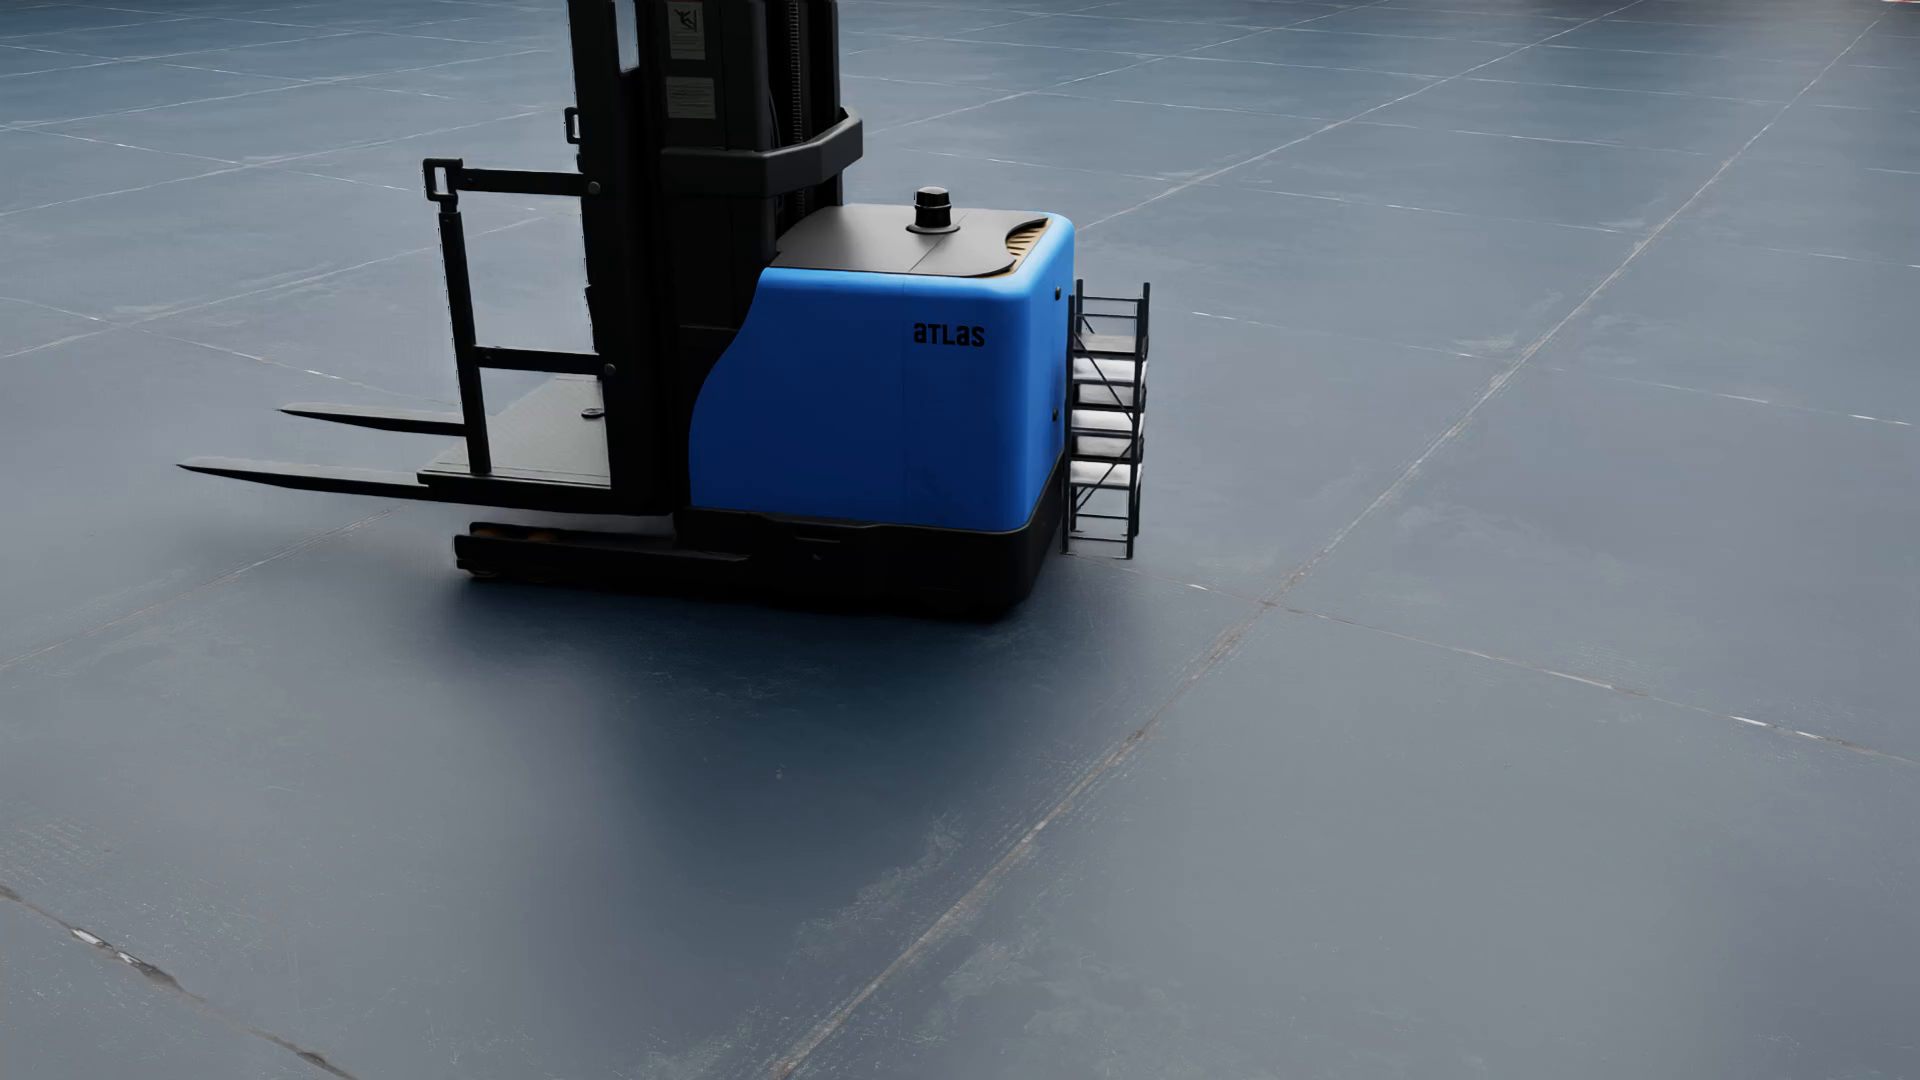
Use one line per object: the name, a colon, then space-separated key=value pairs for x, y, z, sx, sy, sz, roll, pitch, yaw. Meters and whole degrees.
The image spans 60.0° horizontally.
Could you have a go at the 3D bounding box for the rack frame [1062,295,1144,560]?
rack frame: x=0.463 y=-0.356 z=5.440 sx=0.240 sy=0.900 sz=0.006 roll=4 pitch=24 yaw=10

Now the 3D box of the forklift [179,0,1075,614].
forklift: x=-1.175 y=-1.402 z=5.299 sx=3.031 sy=2.935 sz=1.130 roll=5 pitch=24 yaw=11

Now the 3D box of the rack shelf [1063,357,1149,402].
rack shelf: x=0.482 y=-0.530 z=5.473 sx=0.258 sy=0.077 sz=0.200 roll=4 pitch=24 yaw=10

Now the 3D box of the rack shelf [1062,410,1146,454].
rack shelf: x=0.482 y=-0.365 z=5.545 sx=0.258 sy=0.077 sz=0.200 roll=4 pitch=24 yaw=10

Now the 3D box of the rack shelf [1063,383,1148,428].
rack shelf: x=0.482 y=-0.448 z=5.509 sx=0.258 sy=0.077 sz=0.200 roll=4 pitch=24 yaw=10

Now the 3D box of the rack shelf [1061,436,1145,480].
rack shelf: x=0.482 y=-0.283 z=5.581 sx=0.258 sy=0.077 sz=0.200 roll=4 pitch=24 yaw=10

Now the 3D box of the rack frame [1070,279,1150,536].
rack frame: x=0.502 y=-0.435 z=5.623 sx=0.240 sy=0.900 sz=0.006 roll=4 pitch=24 yaw=10

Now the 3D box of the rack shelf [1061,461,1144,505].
rack shelf: x=0.482 y=-0.200 z=5.616 sx=0.258 sy=0.077 sz=0.200 roll=4 pitch=24 yaw=10

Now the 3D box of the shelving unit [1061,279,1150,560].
shelving unit: x=0.482 y=-0.396 z=5.532 sx=0.258 sy=0.900 sz=0.210 roll=4 pitch=24 yaw=10

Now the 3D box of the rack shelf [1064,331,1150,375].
rack shelf: x=0.482 y=-0.613 z=5.438 sx=0.258 sy=0.077 sz=0.200 roll=4 pitch=24 yaw=10
